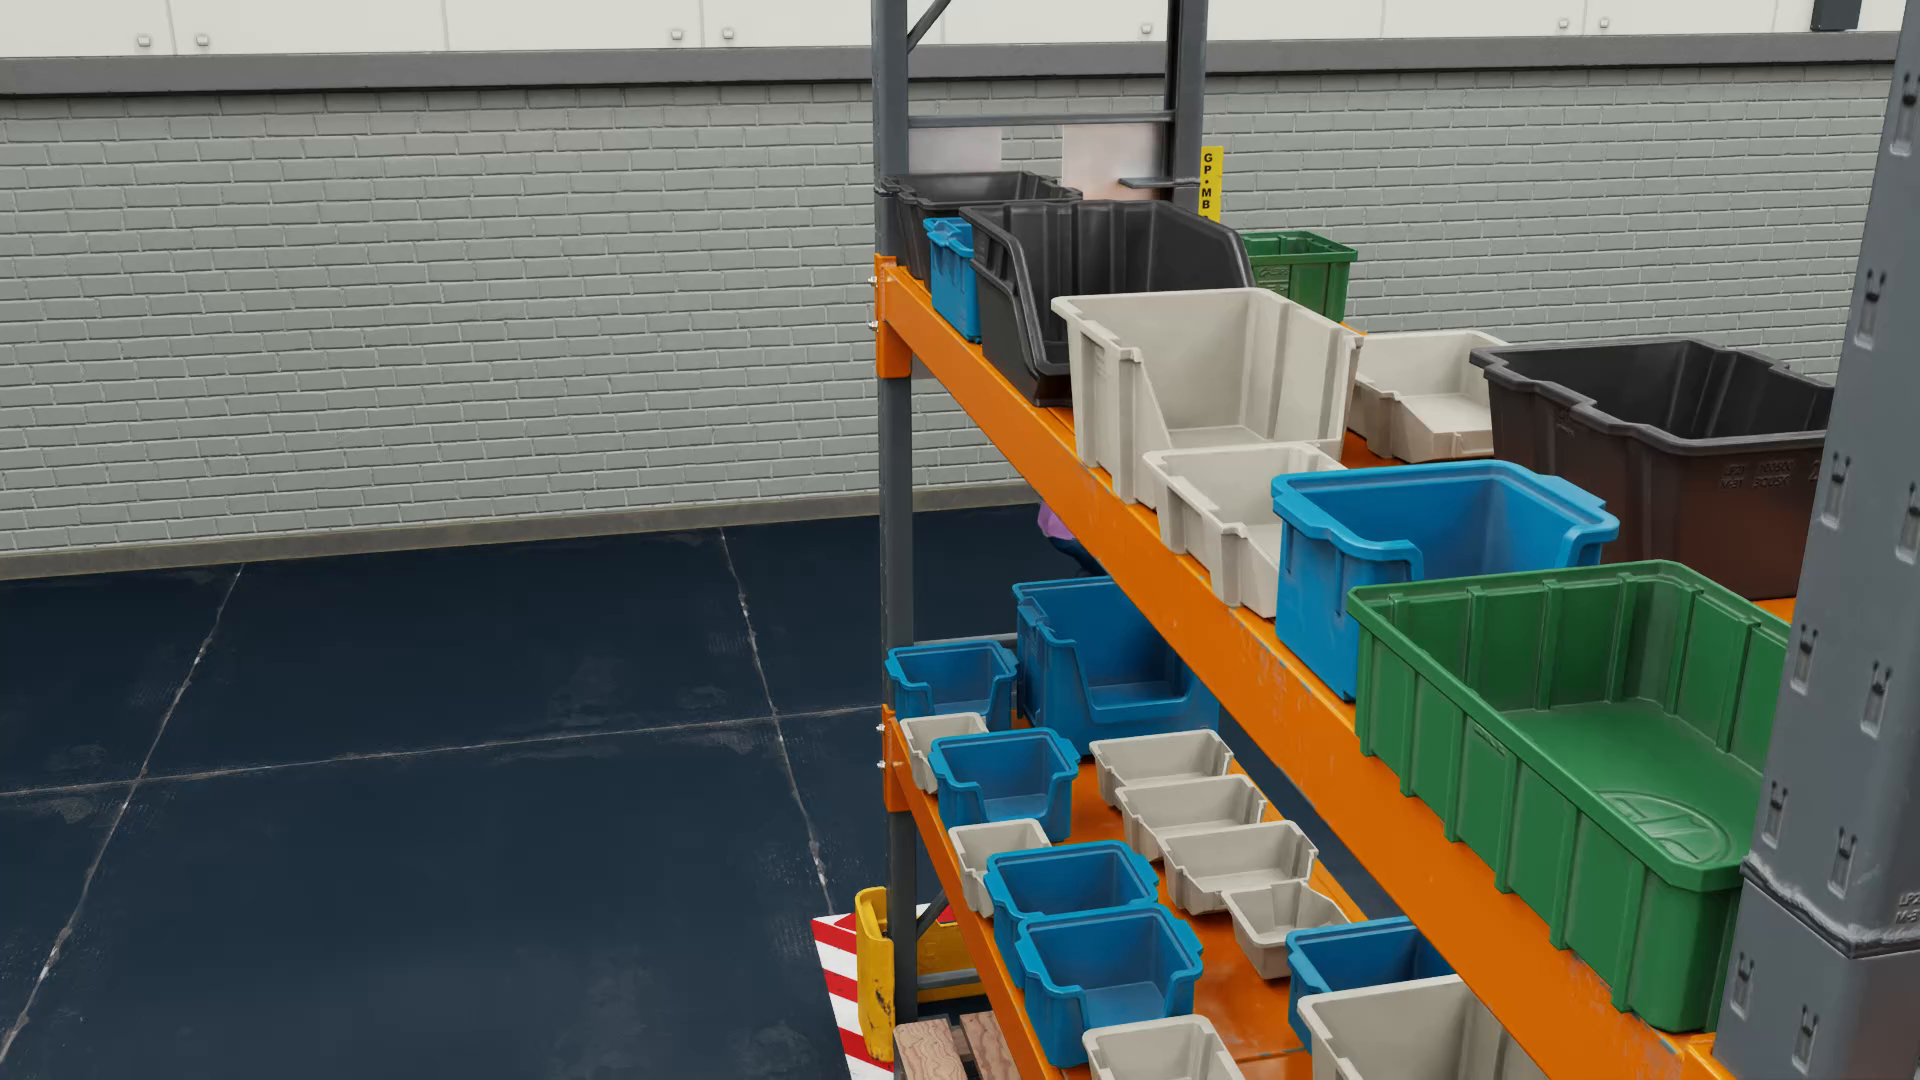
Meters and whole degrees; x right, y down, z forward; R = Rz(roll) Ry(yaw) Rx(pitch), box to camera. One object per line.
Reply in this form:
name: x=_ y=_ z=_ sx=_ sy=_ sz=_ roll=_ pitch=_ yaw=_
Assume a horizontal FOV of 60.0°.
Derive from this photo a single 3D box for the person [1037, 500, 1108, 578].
person: x=0.638 y=-0.002 z=9.113 sx=0.445 sy=1.252 sz=0.458 roll=-4 pitch=20 yaw=-12
